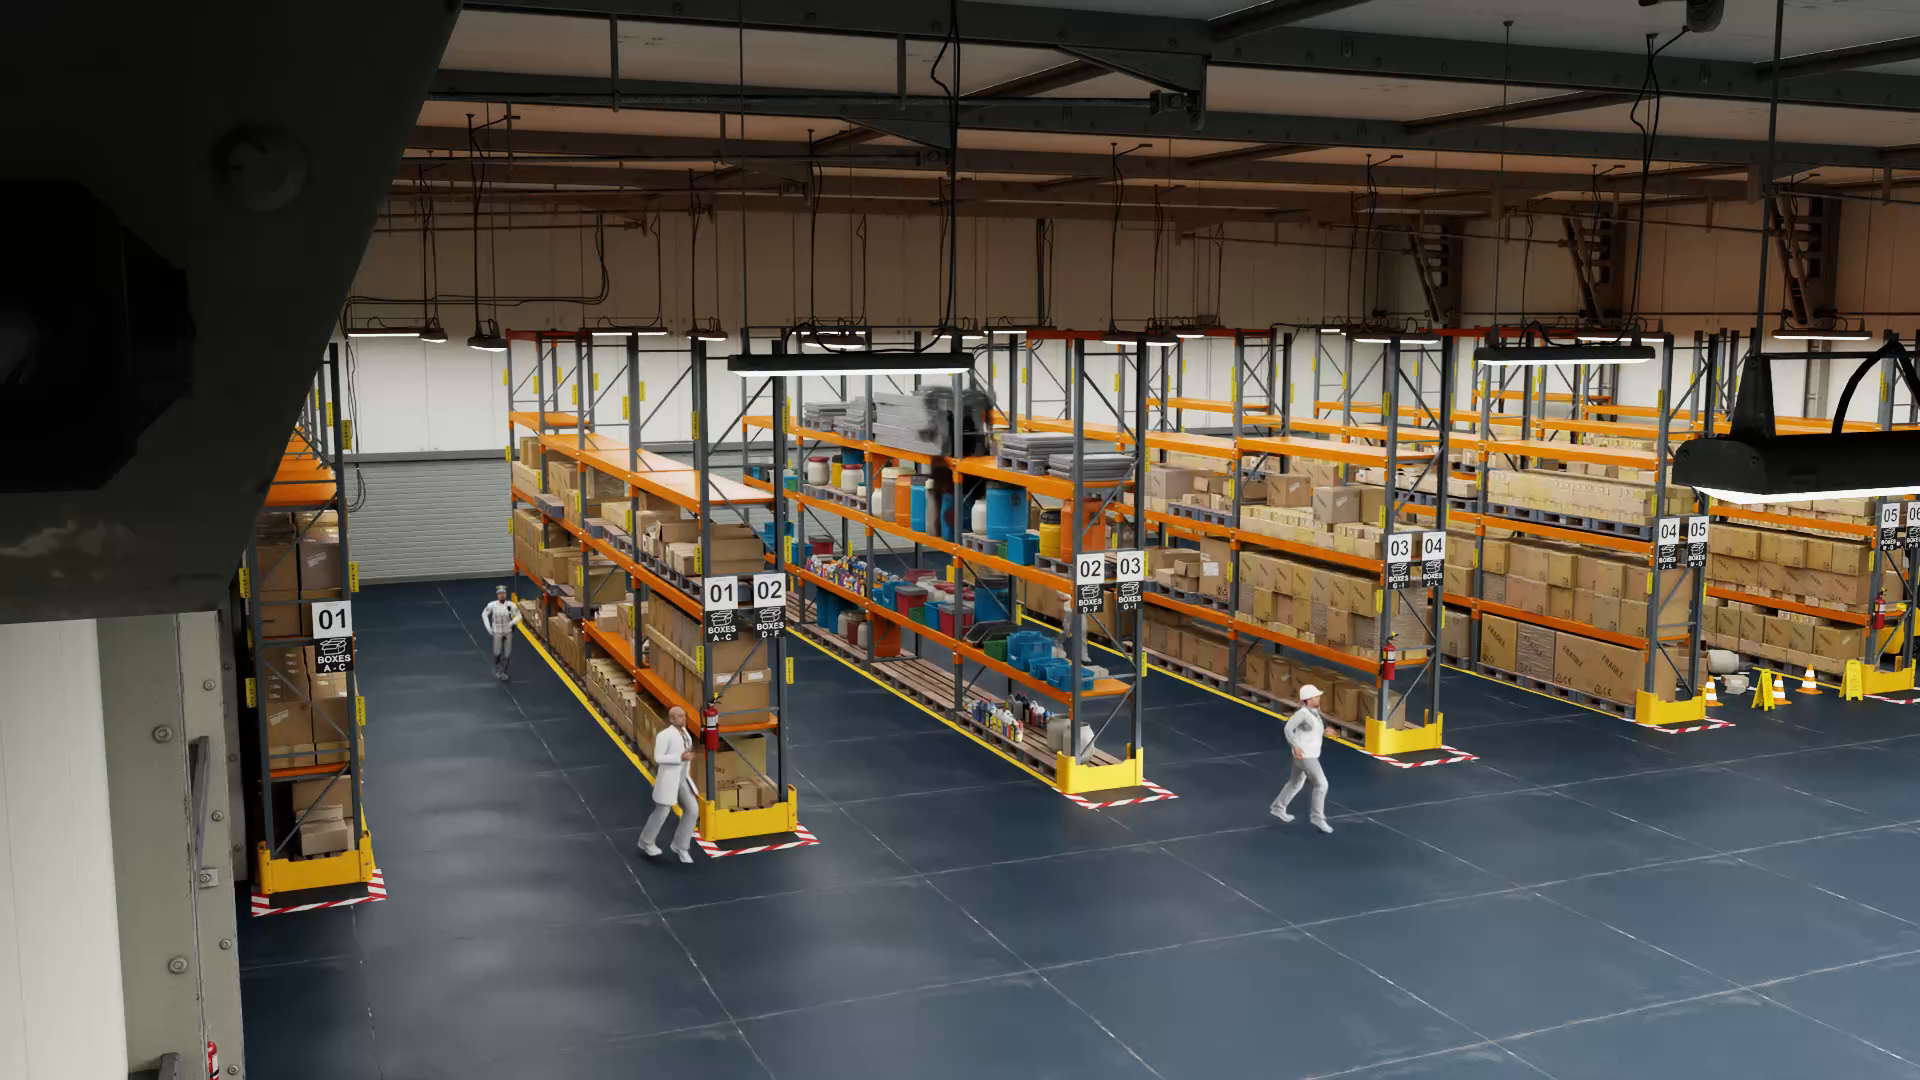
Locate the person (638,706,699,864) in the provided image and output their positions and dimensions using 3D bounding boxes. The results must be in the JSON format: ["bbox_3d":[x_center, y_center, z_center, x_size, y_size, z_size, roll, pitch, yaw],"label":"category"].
[{"bbox_3d":[-3.338,2.845,19.372,0.823,1.847,0.705,5,9,31],"label":"person"}]

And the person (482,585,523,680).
[{"bbox_3d":[-7.874,1.606,28.658,0.667,1.659,0.523,-2,8,-18],"label":"person"}]

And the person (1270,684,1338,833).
[{"bbox_3d":[4.247,2.667,20.511,0.795,1.817,0.641,2,8,12],"label":"person"}]

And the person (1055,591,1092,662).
[{"bbox_3d":[2.089,1.307,30.368,0.696,1.761,0.991,-4,9,-25],"label":"person"}]
